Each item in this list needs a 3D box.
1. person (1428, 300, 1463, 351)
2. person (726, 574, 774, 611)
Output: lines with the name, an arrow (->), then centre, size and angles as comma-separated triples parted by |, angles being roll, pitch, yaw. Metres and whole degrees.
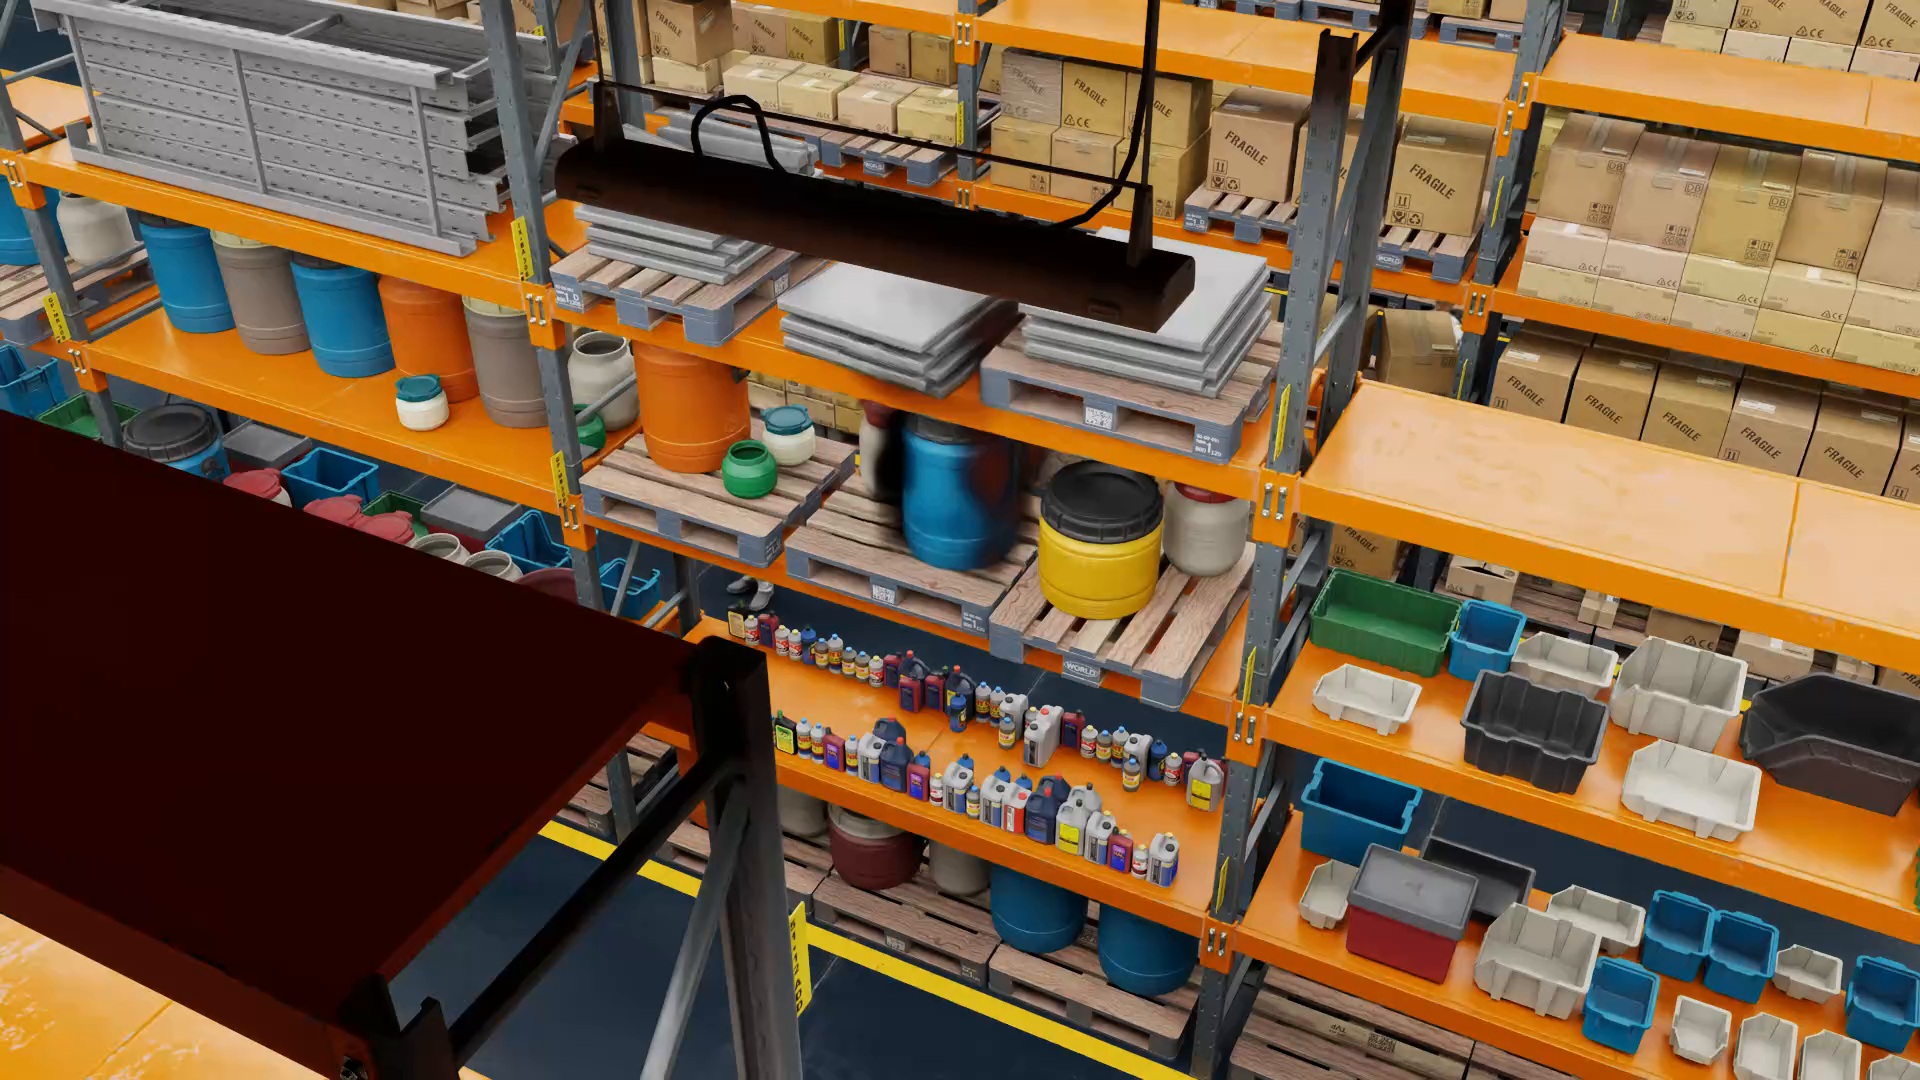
person -> 4.051, -1.442, 14.464 | 0.601, 1.679, 0.515 | -8, 36, -11
person -> -1.683, -0.319, 12.755 | 0.559, 1.796, 0.390 | 19, 39, 25
